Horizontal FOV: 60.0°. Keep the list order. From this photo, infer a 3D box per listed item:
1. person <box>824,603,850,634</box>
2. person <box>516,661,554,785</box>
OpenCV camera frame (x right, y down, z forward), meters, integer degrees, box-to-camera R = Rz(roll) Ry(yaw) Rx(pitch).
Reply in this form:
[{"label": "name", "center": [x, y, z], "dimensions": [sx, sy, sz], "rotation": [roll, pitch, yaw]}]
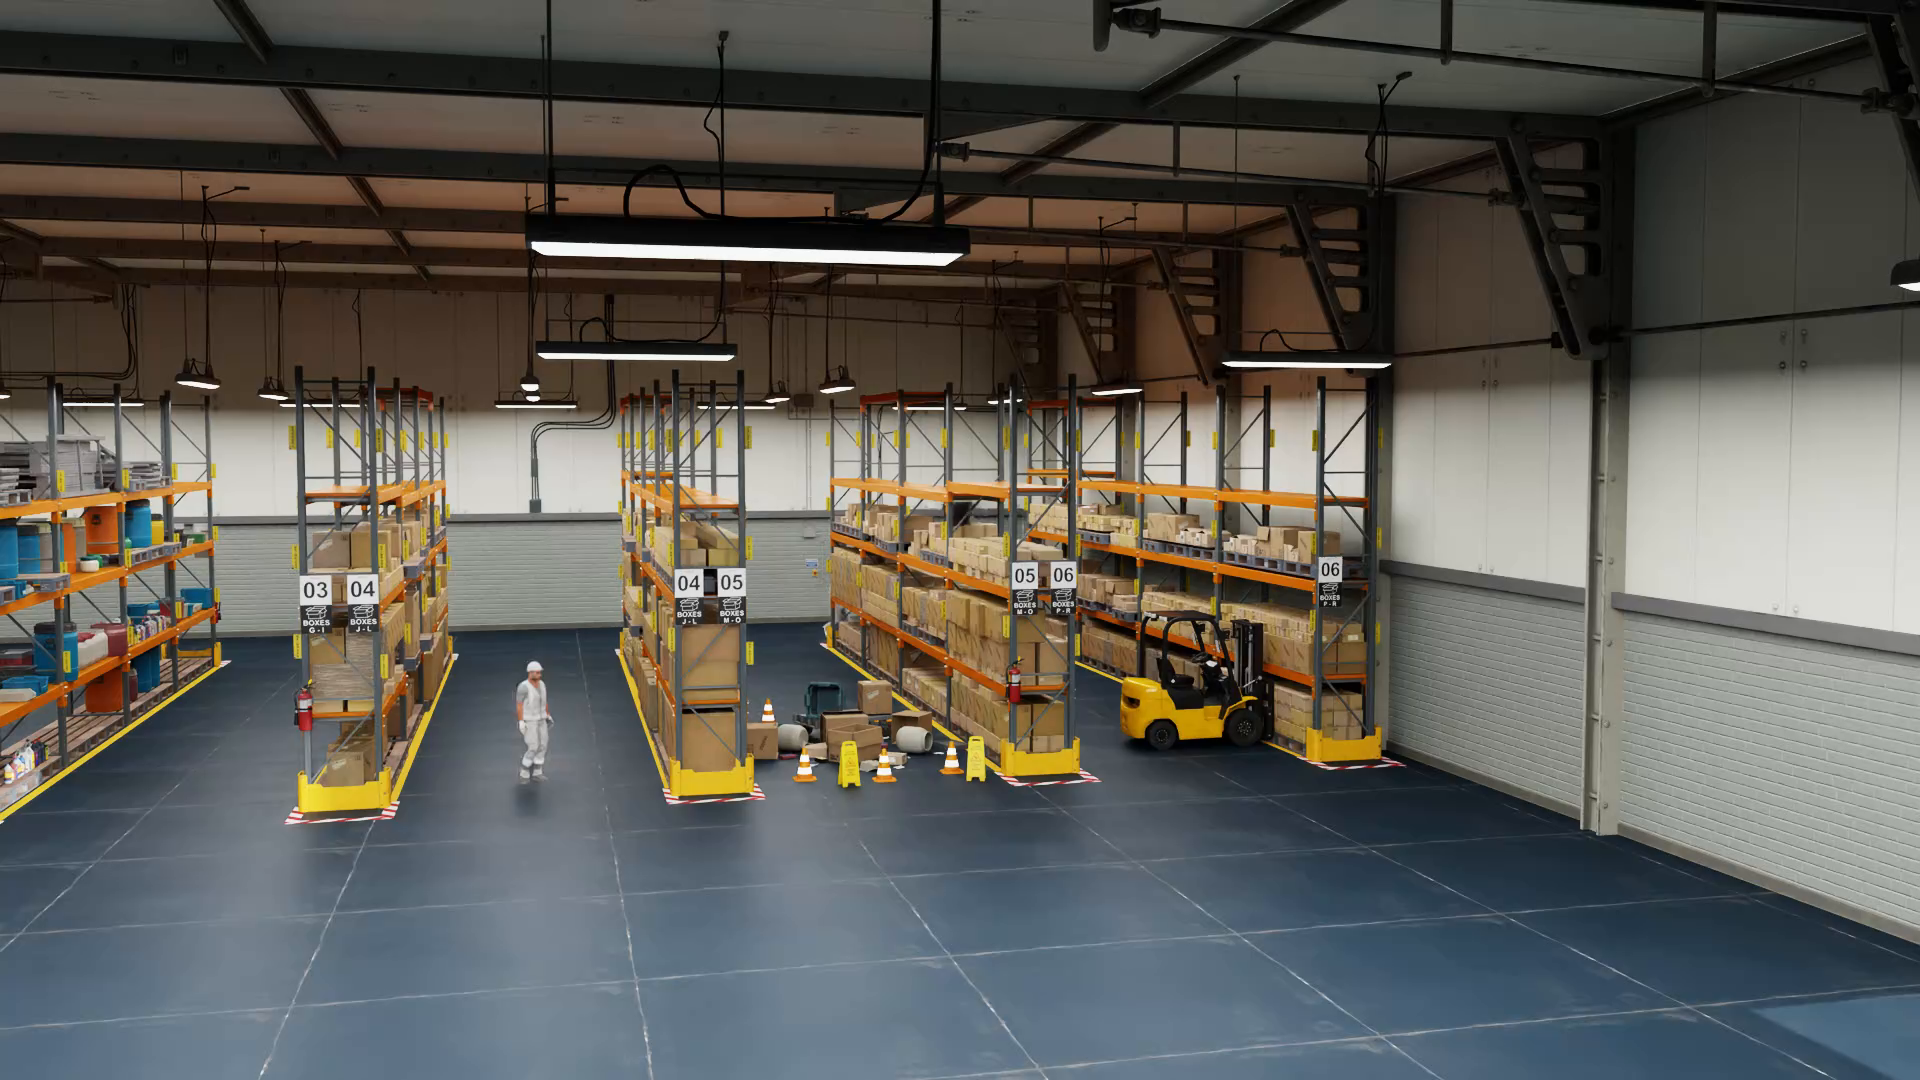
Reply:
[{"label": "person", "center": [-3.038, 1.674, 41.962], "dimensions": [0.844, 1.650, 0.474], "rotation": [3, 5, 42]}, {"label": "person", "center": [-6.234, 2.690, 24.424], "dimensions": [0.383, 1.833, 0.595], "rotation": [2, 4, 28]}]
